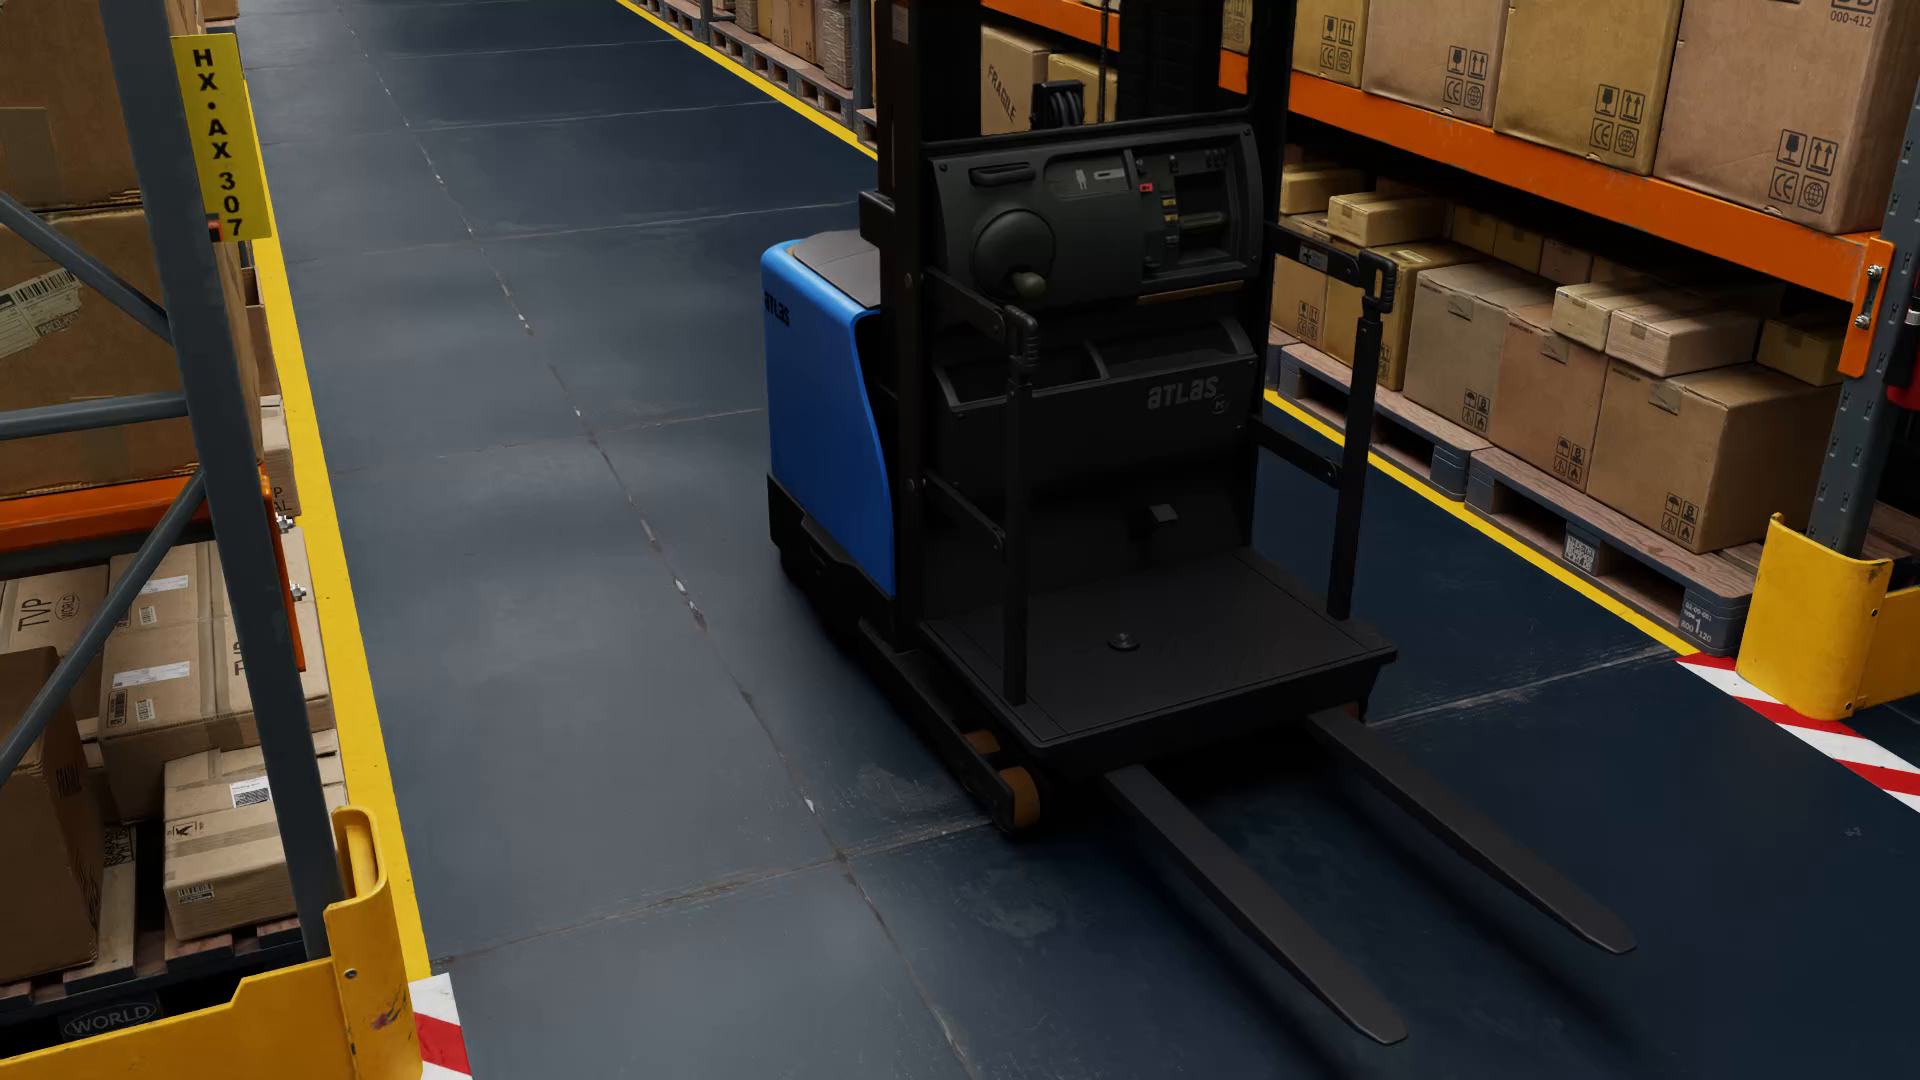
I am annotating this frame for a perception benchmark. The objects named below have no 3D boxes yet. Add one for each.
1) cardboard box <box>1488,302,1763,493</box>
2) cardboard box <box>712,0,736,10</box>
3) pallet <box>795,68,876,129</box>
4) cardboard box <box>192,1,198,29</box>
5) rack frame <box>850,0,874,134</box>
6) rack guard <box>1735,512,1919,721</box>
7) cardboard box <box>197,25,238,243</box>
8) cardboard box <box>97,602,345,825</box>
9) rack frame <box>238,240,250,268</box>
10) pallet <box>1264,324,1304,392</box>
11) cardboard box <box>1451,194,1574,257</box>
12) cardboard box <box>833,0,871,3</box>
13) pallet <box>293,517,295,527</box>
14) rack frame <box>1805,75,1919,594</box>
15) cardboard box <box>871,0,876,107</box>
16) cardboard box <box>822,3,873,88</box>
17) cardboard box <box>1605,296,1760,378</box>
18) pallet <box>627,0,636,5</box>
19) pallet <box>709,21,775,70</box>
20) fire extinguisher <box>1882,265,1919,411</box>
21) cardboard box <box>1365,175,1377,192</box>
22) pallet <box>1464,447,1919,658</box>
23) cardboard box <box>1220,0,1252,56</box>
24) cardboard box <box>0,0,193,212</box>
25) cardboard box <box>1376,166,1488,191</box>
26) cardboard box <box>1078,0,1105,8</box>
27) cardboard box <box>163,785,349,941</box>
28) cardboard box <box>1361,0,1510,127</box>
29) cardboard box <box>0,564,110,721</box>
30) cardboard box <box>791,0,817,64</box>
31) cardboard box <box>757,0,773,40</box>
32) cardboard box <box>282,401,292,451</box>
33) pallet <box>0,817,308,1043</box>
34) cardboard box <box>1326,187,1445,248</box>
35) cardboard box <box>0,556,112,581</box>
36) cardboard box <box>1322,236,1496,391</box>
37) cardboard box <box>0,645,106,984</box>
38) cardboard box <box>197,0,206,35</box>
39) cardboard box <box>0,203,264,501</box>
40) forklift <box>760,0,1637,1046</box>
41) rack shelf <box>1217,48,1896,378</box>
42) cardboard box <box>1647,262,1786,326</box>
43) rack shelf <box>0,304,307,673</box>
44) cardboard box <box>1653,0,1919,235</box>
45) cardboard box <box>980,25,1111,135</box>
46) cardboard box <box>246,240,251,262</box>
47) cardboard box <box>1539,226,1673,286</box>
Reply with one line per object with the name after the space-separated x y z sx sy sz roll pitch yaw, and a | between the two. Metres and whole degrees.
2.318 -0.539 5.805 0.700 0.500 0.500 -11 28 -21 | cardboard box
-2.056 -4.986 15.271 0.380 0.166 0.250 -15 30 -27 | cardboard box
-0.557 -3.298 12.265 1.003 0.211 1.213 -11 28 -21 | pallet
-2.210 -1.490 4.128 0.500 0.500 0.500 -11 28 -21 | cardboard box
-0.252 -4.236 11.006 1.000 3.000 0.127 -11 28 -21 | rack frame
2.890 0.127 4.920 1.175 0.500 0.348 -11 28 -21 | rack guard
-2.202 -1.035 4.338 0.500 0.500 0.500 -10 28 -20 | cardboard box
-1.824 0.414 4.115 0.500 0.250 0.500 -11 28 -21 | cardboard box
-3.243 -1.768 5.953 1.000 3.000 0.127 -11 28 -21 | rack frame
1.540 -1.047 7.655 1.003 0.211 1.213 -11 28 -21 | pallet
2.151 -1.226 6.473 0.380 0.149 0.250 -11 28 -22 | cardboard box
-0.748 -4.170 12.364 0.500 0.250 0.500 -10 28 -20 | cardboard box
-2.974 -0.238 5.996 1.003 0.211 1.213 -11 28 -21 | pallet
2.881 -1.006 4.392 1.000 3.000 0.127 -11 28 -21 | rack frame
-0.085 -3.139 10.732 0.750 0.750 0.750 -11 28 -21 | cardboard box
-0.582 -3.592 12.035 0.700 0.500 0.500 -10 28 -20 | cardboard box
2.296 -0.649 5.291 0.380 0.149 0.250 -11 28 -21 | cardboard box
-3.070 -5.847 17.486 1.003 0.211 1.213 -11 28 -21 | pallet
-1.513 -4.283 14.282 1.003 0.211 1.213 -11 28 -21 | pallet
2.515 -0.664 4.203 0.296 0.674 0.183 -11 28 -21 | fire extinguisher
1.513 -1.367 7.501 0.700 0.500 0.500 -10 28 -20 | cardboard box
2.495 -0.062 5.637 1.003 0.211 1.213 -11 28 -21 | pallet
1.511 -2.534 7.179 0.980 0.700 0.700 -10 28 -20 | cardboard box
-1.607 -0.872 2.864 0.500 0.500 0.500 -10 28 -19 | cardboard box
1.950 -1.432 6.896 0.380 0.149 0.250 -12 28 -22 | cardboard box
0.801 -2.703 8.130 0.380 0.149 0.250 -10 28 -20 | cardboard box
-1.524 0.702 3.641 0.380 0.149 0.250 -11 28 -21 | cardboard box
2.086 -1.946 5.975 0.980 0.700 0.700 -12 28 -23 | cardboard box
-2.460 0.319 4.311 0.500 0.250 0.500 -11 28 -21 | cardboard box
-0.898 -4.015 12.903 0.700 0.500 0.500 -11 28 -21 | cardboard box
-1.267 -4.431 13.753 0.700 0.500 0.500 -11 28 -22 | cardboard box
-2.556 -0.362 5.821 0.380 0.149 0.250 -11 28 -21 | cardboard box
-2.019 0.747 3.979 1.003 0.211 1.213 -11 28 -21 | pallet
1.683 -1.278 6.580 0.380 0.149 0.250 -11 28 -22 | cardboard box
-2.502 -0.087 4.852 0.797 0.503 0.637 -11 28 -21 | cardboard box
1.905 -0.956 6.659 0.700 0.500 0.500 -10 28 -19 | cardboard box
-2.116 0.595 3.460 0.500 0.500 0.500 -11 28 -21 | cardboard box
-2.608 -1.448 5.182 0.500 0.500 0.500 -10 28 -19 | cardboard box
-1.607 -0.423 3.083 0.500 0.500 0.500 -10 28 -20 | cardboard box
0.461 -0.795 4.039 1.130 2.935 3.031 -12 29 -23 | forklift
2.097 -1.490 6.203 1.077 0.370 4.000 -11 28 -21 | rack shelf
2.548 -0.817 5.635 0.380 0.149 0.250 -10 28 -20 | cardboard box
-2.459 -0.638 4.457 1.077 0.370 4.000 -11 28 -21 | rack shelf
2.672 -1.345 4.744 0.980 0.700 0.700 -9 28 -18 | cardboard box
0.589 -2.442 9.304 0.750 0.750 0.750 -10 28 -19 | cardboard box
-3.616 -1.496 7.743 0.500 0.500 0.500 -10 28 -20 | cardboard box
2.350 -1.020 6.052 0.380 0.149 0.250 -10 28 -20 | cardboard box
